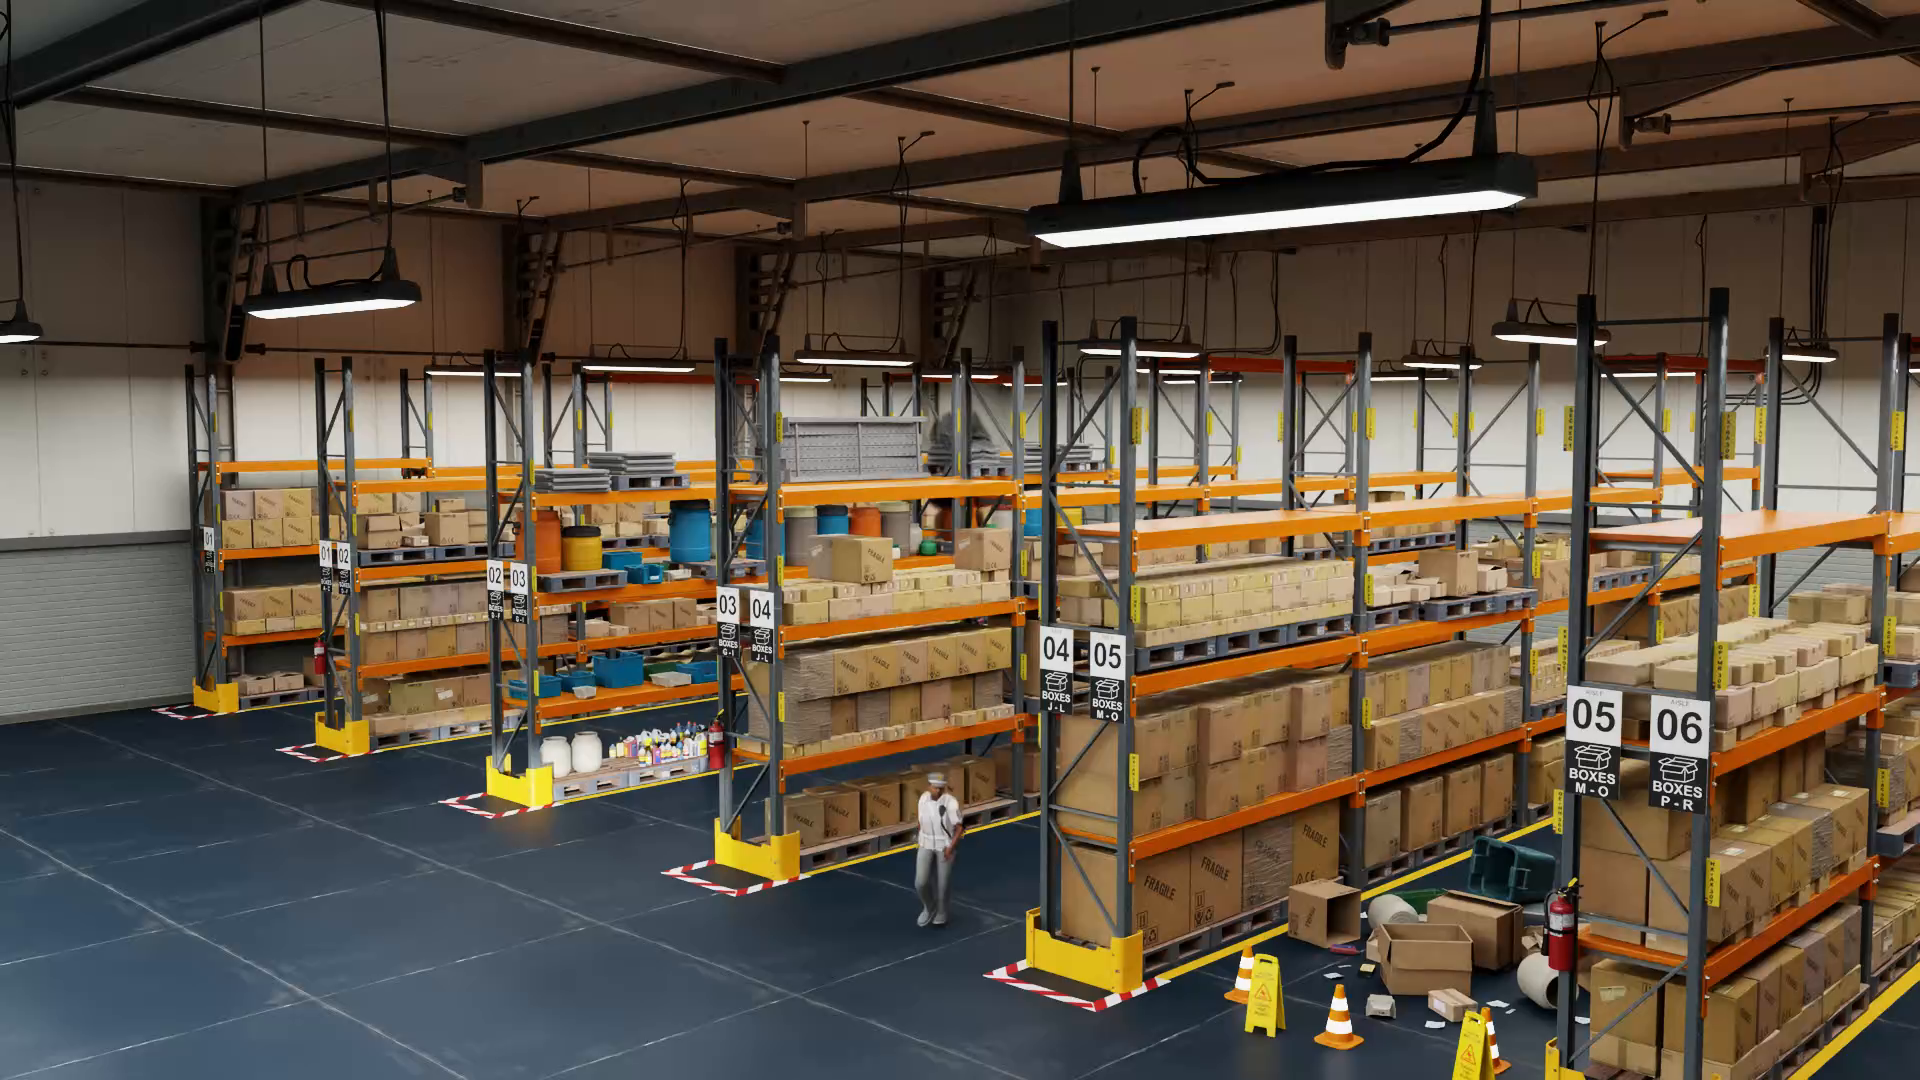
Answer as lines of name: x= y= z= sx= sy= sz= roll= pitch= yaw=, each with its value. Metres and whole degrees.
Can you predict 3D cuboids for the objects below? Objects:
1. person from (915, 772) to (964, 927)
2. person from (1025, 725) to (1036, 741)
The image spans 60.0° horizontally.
person: x=-0.232 y=3.079 z=16.529 sx=0.544 sy=1.610 sz=0.786 roll=1 pitch=4 yaw=12
person: x=1.019 y=2.363 z=25.475 sx=0.673 sy=1.710 sz=0.693 roll=2 pitch=5 yaw=26
